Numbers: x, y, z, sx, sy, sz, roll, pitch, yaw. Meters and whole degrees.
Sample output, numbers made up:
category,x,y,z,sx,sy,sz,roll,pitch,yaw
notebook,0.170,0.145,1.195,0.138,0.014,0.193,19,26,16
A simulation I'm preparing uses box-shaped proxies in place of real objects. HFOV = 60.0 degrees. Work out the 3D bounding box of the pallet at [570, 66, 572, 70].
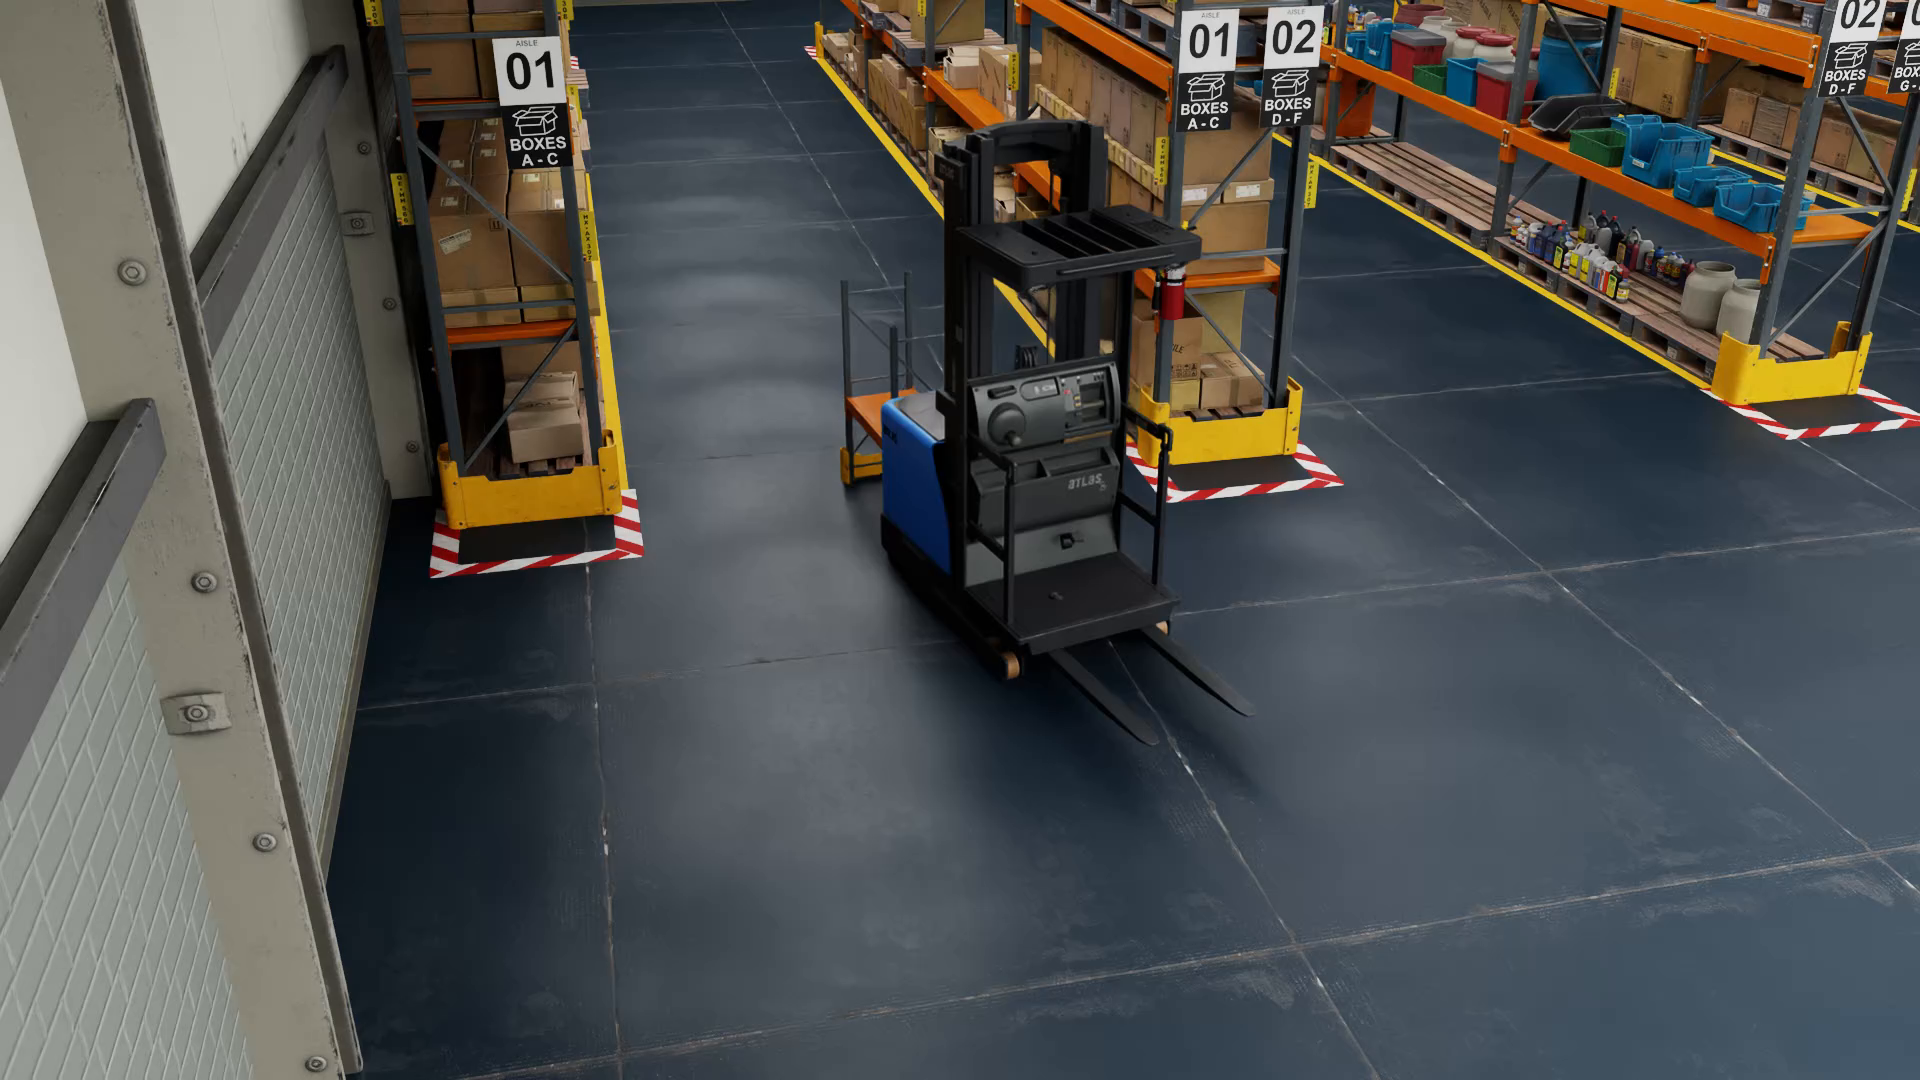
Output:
category,x,y,z,sx,sy,sz,roll,pitch,yaw
pallet,-6.263,-6.941,24.614,1.003,0.211,1.213,-6,27,-12

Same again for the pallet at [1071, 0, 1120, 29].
category,x,y,z,sx,sy,sz,roll,pitch,yaw
pallet,1.499,-4.159,12.776,1.003,0.211,1.213,-6,27,-12

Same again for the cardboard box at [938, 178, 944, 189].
category,x,y,z,sx,sy,sz,roll,pitch,yaw
cardboard box,0.054,-4.001,18.280,0.500,0.250,0.500,-7,28,-13

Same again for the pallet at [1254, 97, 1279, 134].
category,x,y,z,sx,sy,sz,roll,pitch,yaw
pallet,4.445,-5.654,22.065,1.003,0.211,1.213,-6,27,-12

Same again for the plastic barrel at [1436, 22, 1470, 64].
category,x,y,z,sx,sy,sz,roll,pitch,yaw
plastic barrel,5.470,-5.458,18.457,0.421,0.512,0.421,0,27,0

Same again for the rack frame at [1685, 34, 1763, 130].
category,x,y,z,sx,sy,sz,roll,pitch,yaw
rack frame,9.761,-6.526,20.697,1.000,3.000,0.127,-6,27,-12

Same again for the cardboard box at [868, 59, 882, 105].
category,x,y,z,sx,sy,sz,roll,pitch,yaw
cardboard box,-0.921,-6.121,22.181,0.500,0.500,0.500,-7,28,-14

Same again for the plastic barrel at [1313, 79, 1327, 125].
category,x,y,z,sx,sy,sz,roll,pitch,yaw
plastic barrel,4.594,-5.552,21.062,0.421,0.512,0.421,0,27,0

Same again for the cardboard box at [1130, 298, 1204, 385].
category,x,y,z,sx,sy,sz,roll,pitch,yaw
cardboard box,1.501,-1.510,12.512,0.500,0.500,0.500,-6,27,-12

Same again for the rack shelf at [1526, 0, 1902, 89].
category,x,y,z,sx,sy,sz,roll,pitch,yaw
rack shelf,6.287,-4.407,13.968,1.077,0.370,4.000,-6,27,-12

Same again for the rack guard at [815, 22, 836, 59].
category,x,y,z,sx,sy,sz,roll,pitch,yaw
rack guard,-1.677,-7.884,26.162,1.175,0.500,0.348,-6,27,-12

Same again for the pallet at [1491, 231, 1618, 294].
category,x,y,z,sx,sy,sz,roll,pitch,yaw
pallet,5.947,-2.723,16.257,1.003,0.211,1.213,-6,27,-12

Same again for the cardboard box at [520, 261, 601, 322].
category,x,y,z,sx,sy,sz,roll,pitch,yaw
cardboard box,-2.715,-1.693,11.267,0.500,0.250,0.500,-7,28,-13

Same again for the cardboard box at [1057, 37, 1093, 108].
category,x,y,z,sx,sy,sz,roll,pitch,yaw
cardboard box,1.231,-3.974,14.089,0.700,0.500,0.500,-6,27,-12

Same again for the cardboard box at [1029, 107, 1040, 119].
category,x,y,z,sx,sy,sz,roll,pitch,yaw
cardboard box,0.856,-3.910,15.681,0.500,0.250,0.500,-4,27,-8

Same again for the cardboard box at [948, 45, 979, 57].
category,x,y,z,sx,sy,sz,roll,pitch,yaw
cardboard box,0.148,-5.318,18.402,0.500,0.311,0.500,-4,27,-8

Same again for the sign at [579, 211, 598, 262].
category,x,y,z,sx,sy,sz,roll,pitch,yaw
sign,-2.386,-1.947,10.663,0.100,0.325,0.005,-6,27,-12

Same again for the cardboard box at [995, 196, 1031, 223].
category,x,y,z,sx,sy,sz,roll,pitch,yaw
cardboard box,0.639,-3.125,15.921,0.500,0.311,0.500,-6,27,-12

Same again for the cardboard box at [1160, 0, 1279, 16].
category,x,y,z,sx,sy,sz,roll,pitch,yaw
cardboard box,1.786,-3.897,11.424,0.797,0.503,0.637,-4,27,-8

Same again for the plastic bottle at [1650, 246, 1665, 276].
category,x,y,z,sx,sy,sz,roll,pitch,yaw
plastic bottle,6.488,-2.600,15.459,0.097,0.271,0.097,0,27,0

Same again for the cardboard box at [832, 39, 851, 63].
category,x,y,z,sx,sy,sz,roll,pitch,yaw
cardboard box,-1.623,-7.296,24.786,0.500,0.250,0.500,-6,27,-12

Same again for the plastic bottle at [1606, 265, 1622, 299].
category,x,y,z,sx,sy,sz,roll,pitch,yaw
plastic bottle,5.853,-2.306,14.862,0.061,0.283,0.133,-5,27,-10

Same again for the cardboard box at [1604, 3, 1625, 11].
category,x,y,z,sx,sy,sz,roll,pitch,yaw
cardboard box,9.067,-7.433,22.382,0.500,0.500,0.500,-5,27,-11

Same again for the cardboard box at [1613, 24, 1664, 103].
category,x,y,z,sx,sy,sz,roll,pitch,yaw
cardboard box,9.432,-6.462,22.462,1.225,0.875,0.875,-6,27,-11

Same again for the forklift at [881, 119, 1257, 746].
category,x,y,z,sx,sy,sz,roll,pitch,yaw
forklift,0.595,-0.735,9.299,1.130,2.935,3.031,-13,29,-23

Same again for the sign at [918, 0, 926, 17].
category,x,y,z,sx,sy,sz,roll,pitch,yaw
sign,-0.418,-5.944,18.347,0.100,0.325,0.005,-6,27,-12

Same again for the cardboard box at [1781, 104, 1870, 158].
category,x,y,z,sx,sy,sz,roll,pitch,yaw
cardboard box,10.203,-4.824,19.611,0.700,0.500,0.500,-4,27,-7

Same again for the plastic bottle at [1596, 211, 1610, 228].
category,x,y,z,sx,sy,sz,roll,pitch,yaw
plastic bottle,6.263,-3.027,16.217,0.144,0.351,0.185,-7,28,-13

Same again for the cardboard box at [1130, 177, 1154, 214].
category,x,y,z,sx,sy,sz,roll,pitch,yaw
cardboard box,1.696,-2.491,12.591,0.700,0.500,0.500,-5,27,-10

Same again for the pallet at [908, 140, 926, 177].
category,x,y,z,sx,sy,sz,roll,pitch,yaw
pallet,-0.023,-4.608,19.992,1.003,0.211,1.213,-6,27,-12

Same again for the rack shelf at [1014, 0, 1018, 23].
category,x,y,z,sx,sy,sz,roll,pitch,yaw
rack shelf,0.559,-5.662,16.454,1.077,0.370,4.000,-6,27,-12

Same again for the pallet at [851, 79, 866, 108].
category,x,y,z,sx,sy,sz,roll,pitch,yaw
pallet,-0.947,-6.334,23.412,1.003,0.211,1.213,-6,27,-12

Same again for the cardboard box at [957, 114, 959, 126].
category,x,y,z,sx,sy,sz,roll,pitch,yaw
cardboard box,0.161,-5.060,20.079,0.500,0.500,0.500,-7,28,-13

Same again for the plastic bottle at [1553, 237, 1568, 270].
category,x,y,z,sx,sy,sz,roll,pitch,yaw
plastic bottle,5.653,-2.695,15.633,0.061,0.283,0.133,-5,27,-9

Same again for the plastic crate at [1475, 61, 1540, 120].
category,x,y,z,sx,sy,sz,roll,pitch,yaw
plastic crate,5.429,-4.477,16.567,0.402,0.464,0.583,-6,27,-12

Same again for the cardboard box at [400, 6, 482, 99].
category,x,y,z,sx,sy,sz,roll,pitch,yaw
cardboard box,-3.255,-3.055,10.358,0.500,0.500,0.500,-4,27,-8

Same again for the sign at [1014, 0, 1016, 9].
category,x,y,z,sx,sy,sz,roll,pitch,yaw
sign,0.648,-6.096,18.561,0.100,0.325,0.005,-6,27,-12

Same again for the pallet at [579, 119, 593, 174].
category,x,y,z,sx,sy,sz,roll,pitch,yaw
pallet,-3.846,-3.526,14.965,1.003,0.211,1.213,-6,27,-12

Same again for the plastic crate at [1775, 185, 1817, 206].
category,x,y,z,sx,sy,sz,roll,pitch,yaw
plastic crate,6.850,-2.819,13.645,0.298,0.136,0.250,-6,27,-12

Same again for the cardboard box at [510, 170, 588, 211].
category,x,y,z,sx,sy,sz,roll,pitch,yaw
cardboard box,-2.831,-2.240,11.517,0.500,0.500,0.500,-6,27,-11

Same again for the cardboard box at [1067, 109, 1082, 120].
category,x,y,z,sx,sy,sz,roll,pitch,yaw
cardboard box,1.113,-3.514,13.898,0.380,0.149,0.250,-7,28,-13

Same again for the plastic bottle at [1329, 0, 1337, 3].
category,x,y,z,sx,sy,sz,roll,pitch,yaw
plastic bottle,4.808,-6.903,21.499,0.144,0.351,0.185,-6,27,-12

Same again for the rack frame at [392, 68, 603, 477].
category,x,y,z,sx,sy,sz,roll,pitch,yaw
rack frame,-2.914,-1.505,10.749,1.000,3.000,0.127,-6,27,-12

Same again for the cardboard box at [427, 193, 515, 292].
category,x,y,z,sx,sy,sz,roll,pitch,yaw
cardboard box,-3.227,-1.967,10.977,0.500,0.500,0.500,-6,27,-12

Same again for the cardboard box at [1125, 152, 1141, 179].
category,x,y,z,sx,sy,sz,roll,pitch,yaw
cardboard box,1.467,-2.830,12.543,0.380,0.149,0.250,-6,27,-11

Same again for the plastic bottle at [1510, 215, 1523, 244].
category,x,y,z,sx,sy,sz,roll,pitch,yaw
plastic bottle,5.481,-3.061,16.372,0.097,0.271,0.097,0,27,0

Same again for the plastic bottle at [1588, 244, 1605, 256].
category,x,y,z,sx,sy,sz,roll,pitch,yaw
plastic bottle,5.891,-2.608,15.468,0.152,0.276,0.135,-6,27,-12

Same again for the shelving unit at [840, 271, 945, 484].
category,x,y,z,sx,sy,sz,roll,pitch,yaw
shelving unit,-0.391,-0.924,11.264,0.587,1.500,1.083,-10,28,-19

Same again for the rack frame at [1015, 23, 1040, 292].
category,x,y,z,sx,sy,sz,roll,pitch,yaw
rack frame,1.010,-3.766,15.228,1.000,3.000,0.127,-6,27,-12

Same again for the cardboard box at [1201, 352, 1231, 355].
category,x,y,z,sx,sy,sz,roll,pitch,yaw
cardboard box,1.891,-1.447,13.219,0.500,0.250,0.500,-6,27,-12

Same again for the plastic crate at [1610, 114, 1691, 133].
category,x,y,z,sx,sy,sz,roll,pitch,yaw
plastic crate,6.351,-3.742,15.347,0.499,0.251,0.616,-6,27,-12
